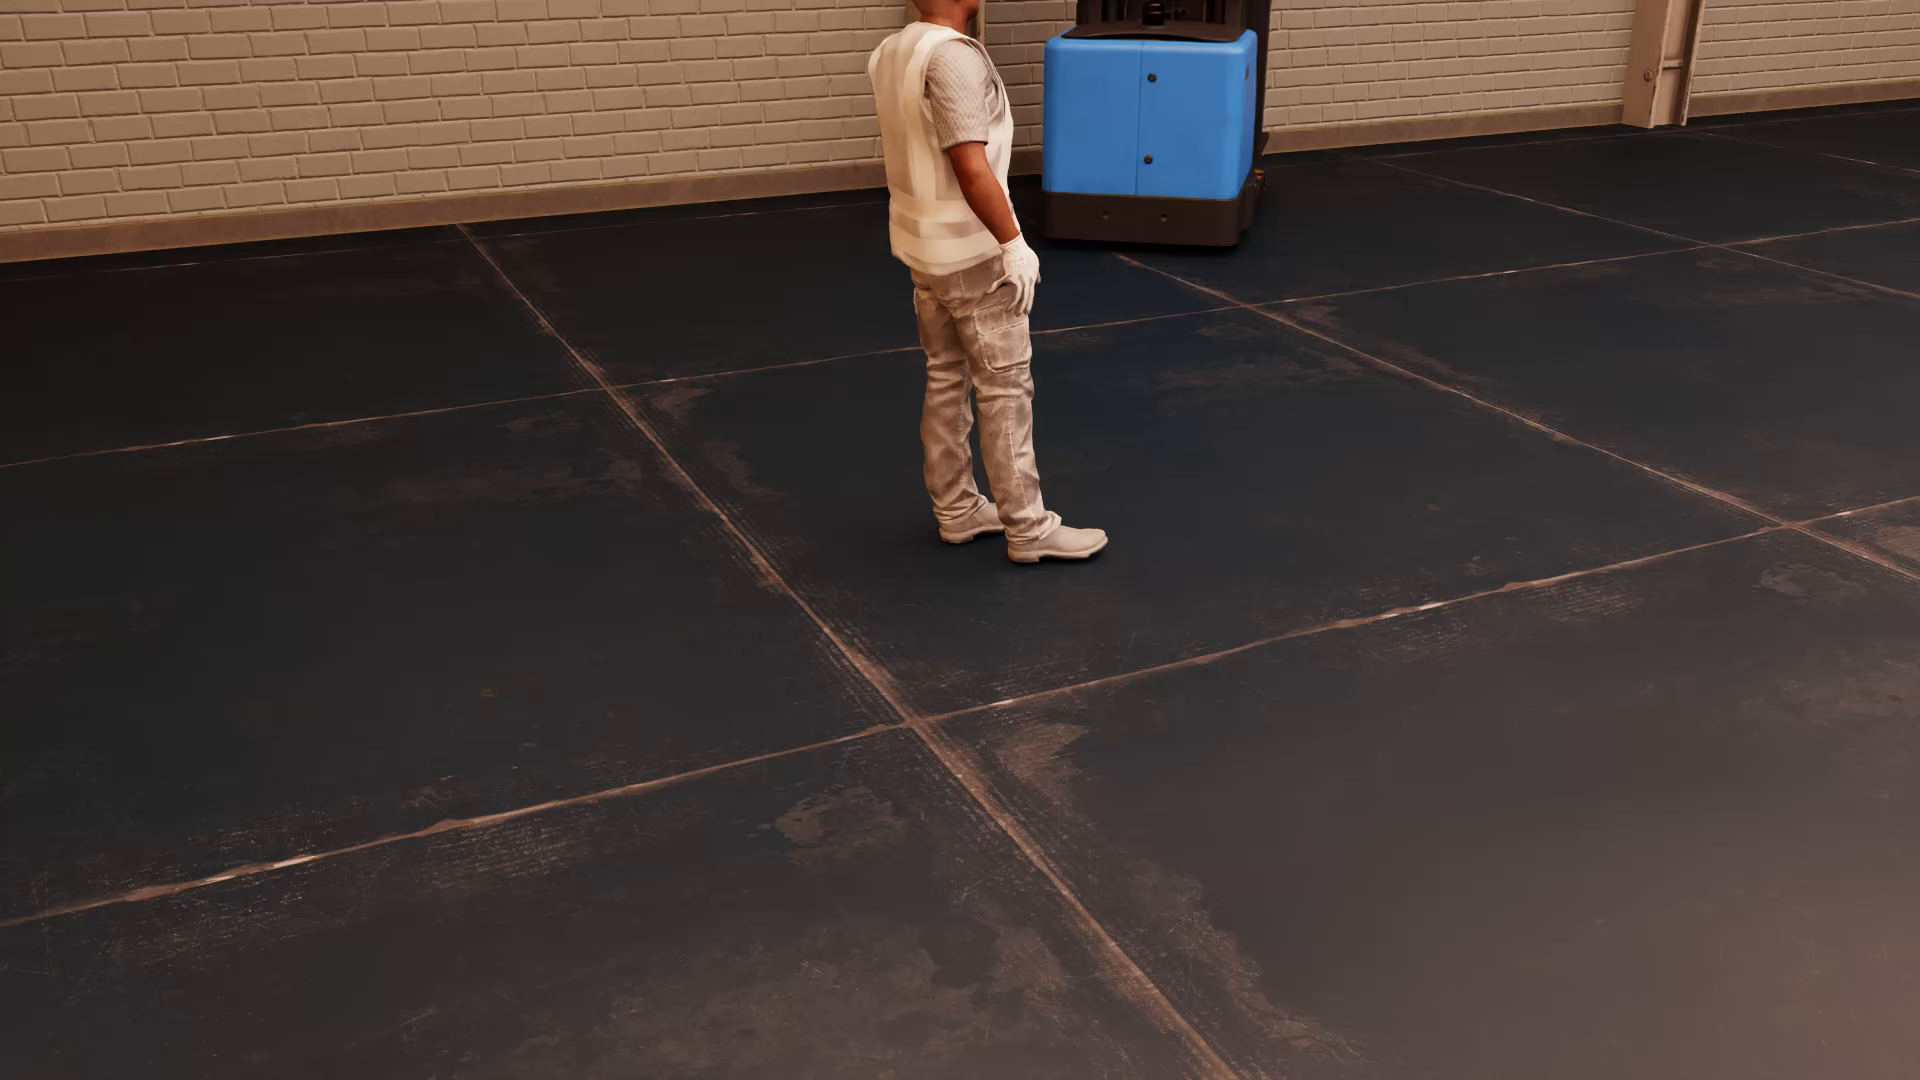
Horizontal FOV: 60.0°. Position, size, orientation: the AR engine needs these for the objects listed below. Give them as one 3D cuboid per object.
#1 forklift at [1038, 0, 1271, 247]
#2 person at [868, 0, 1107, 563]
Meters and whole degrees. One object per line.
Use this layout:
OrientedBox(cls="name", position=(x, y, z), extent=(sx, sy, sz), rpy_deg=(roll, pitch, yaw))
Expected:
OrientedBox(cls="forklift", position=(1.258, -3.398, 9.466), extent=(1.130, 2.935, 3.031), rpy_deg=(5, 23, 12))
OrientedBox(cls="person", position=(0.069, -0.839, 4.783), extent=(0.575, 1.785, 0.657), rpy_deg=(-10, 25, -23))
